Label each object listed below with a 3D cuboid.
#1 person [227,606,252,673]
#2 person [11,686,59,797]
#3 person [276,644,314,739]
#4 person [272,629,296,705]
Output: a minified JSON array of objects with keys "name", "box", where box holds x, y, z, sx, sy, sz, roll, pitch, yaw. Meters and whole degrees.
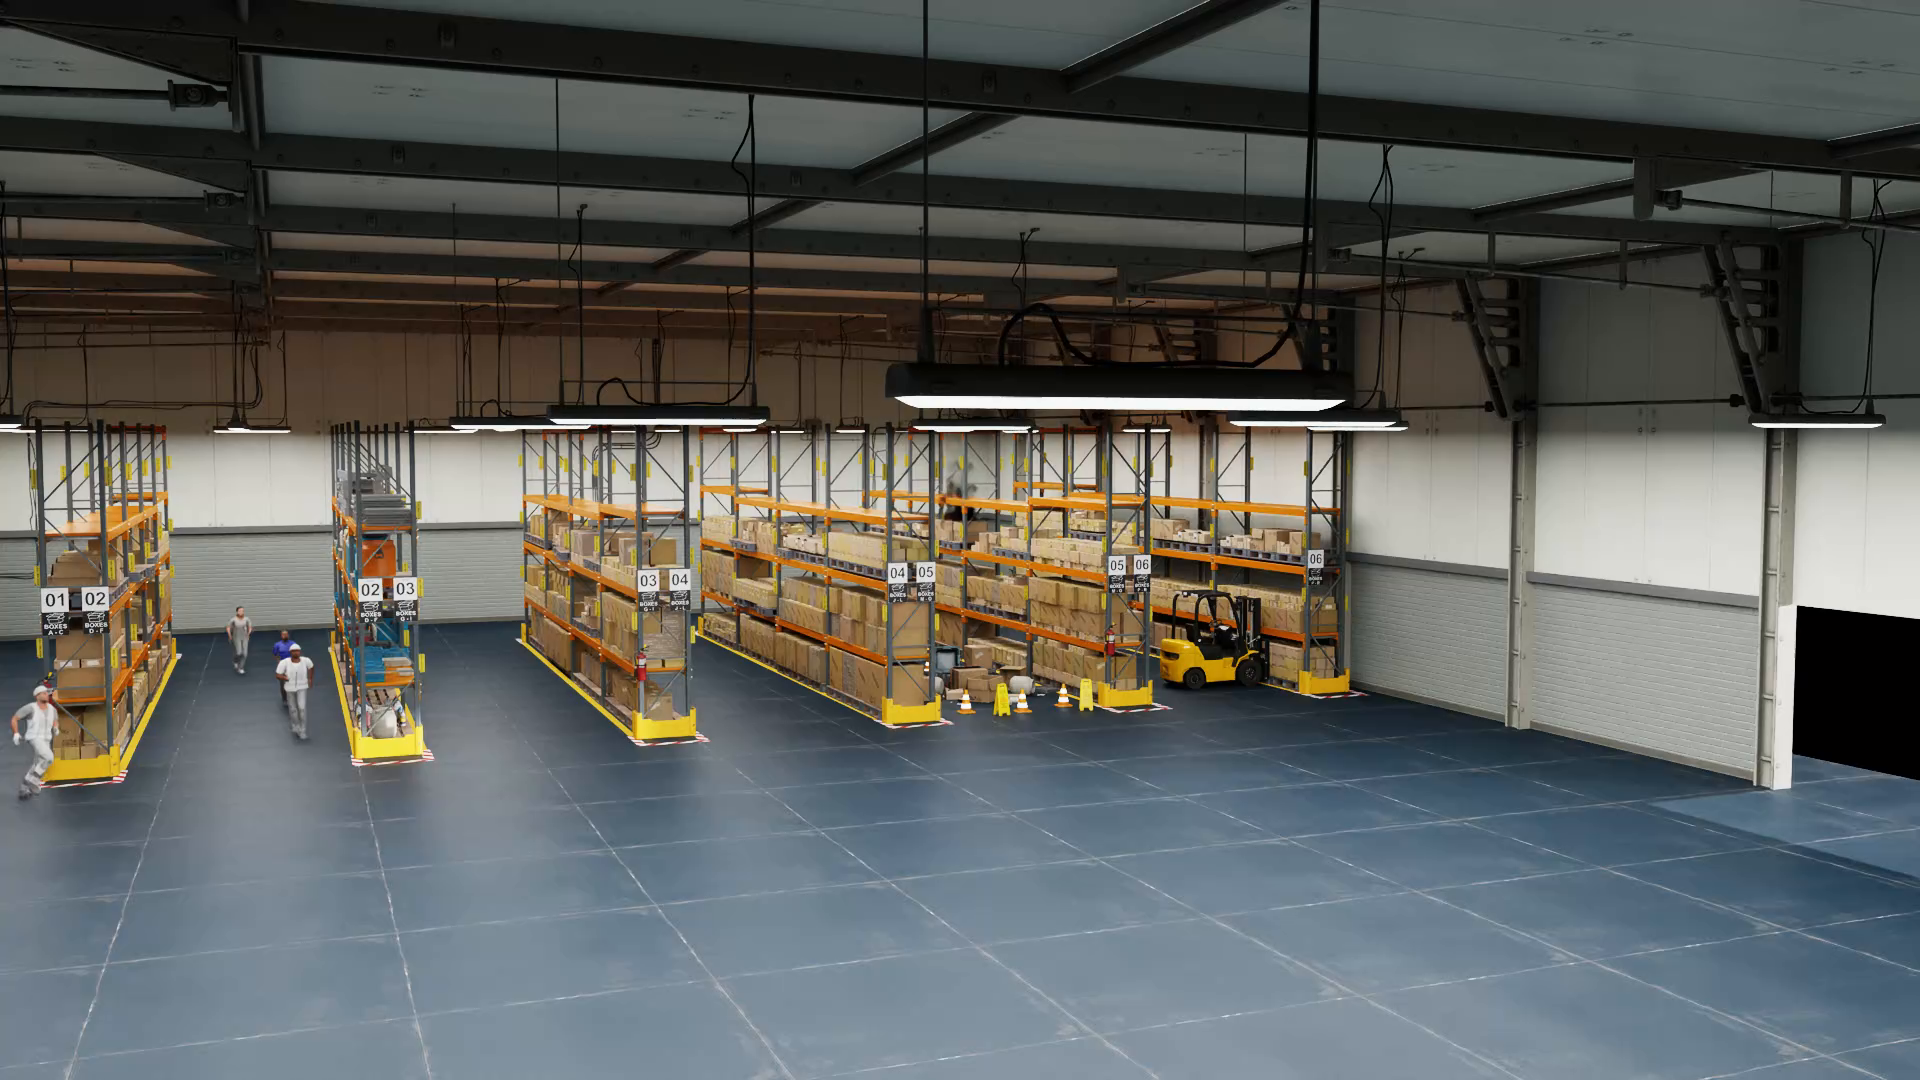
[{"name":"person","box":[-17.348,2.409,40.092,0.550,1.620,0.593,-3,4,-35]},{"name":"person","box":[-14.589,3.187,26.422,0.647,1.715,0.696,1,4,18]},{"name":"person","box":[-12.645,2.875,31.627,0.676,1.825,0.769,-1,4,-20]},{"name":"person","box":[-14.226,2.707,35.156,0.563,1.618,0.572,-2,4,-27]}]
